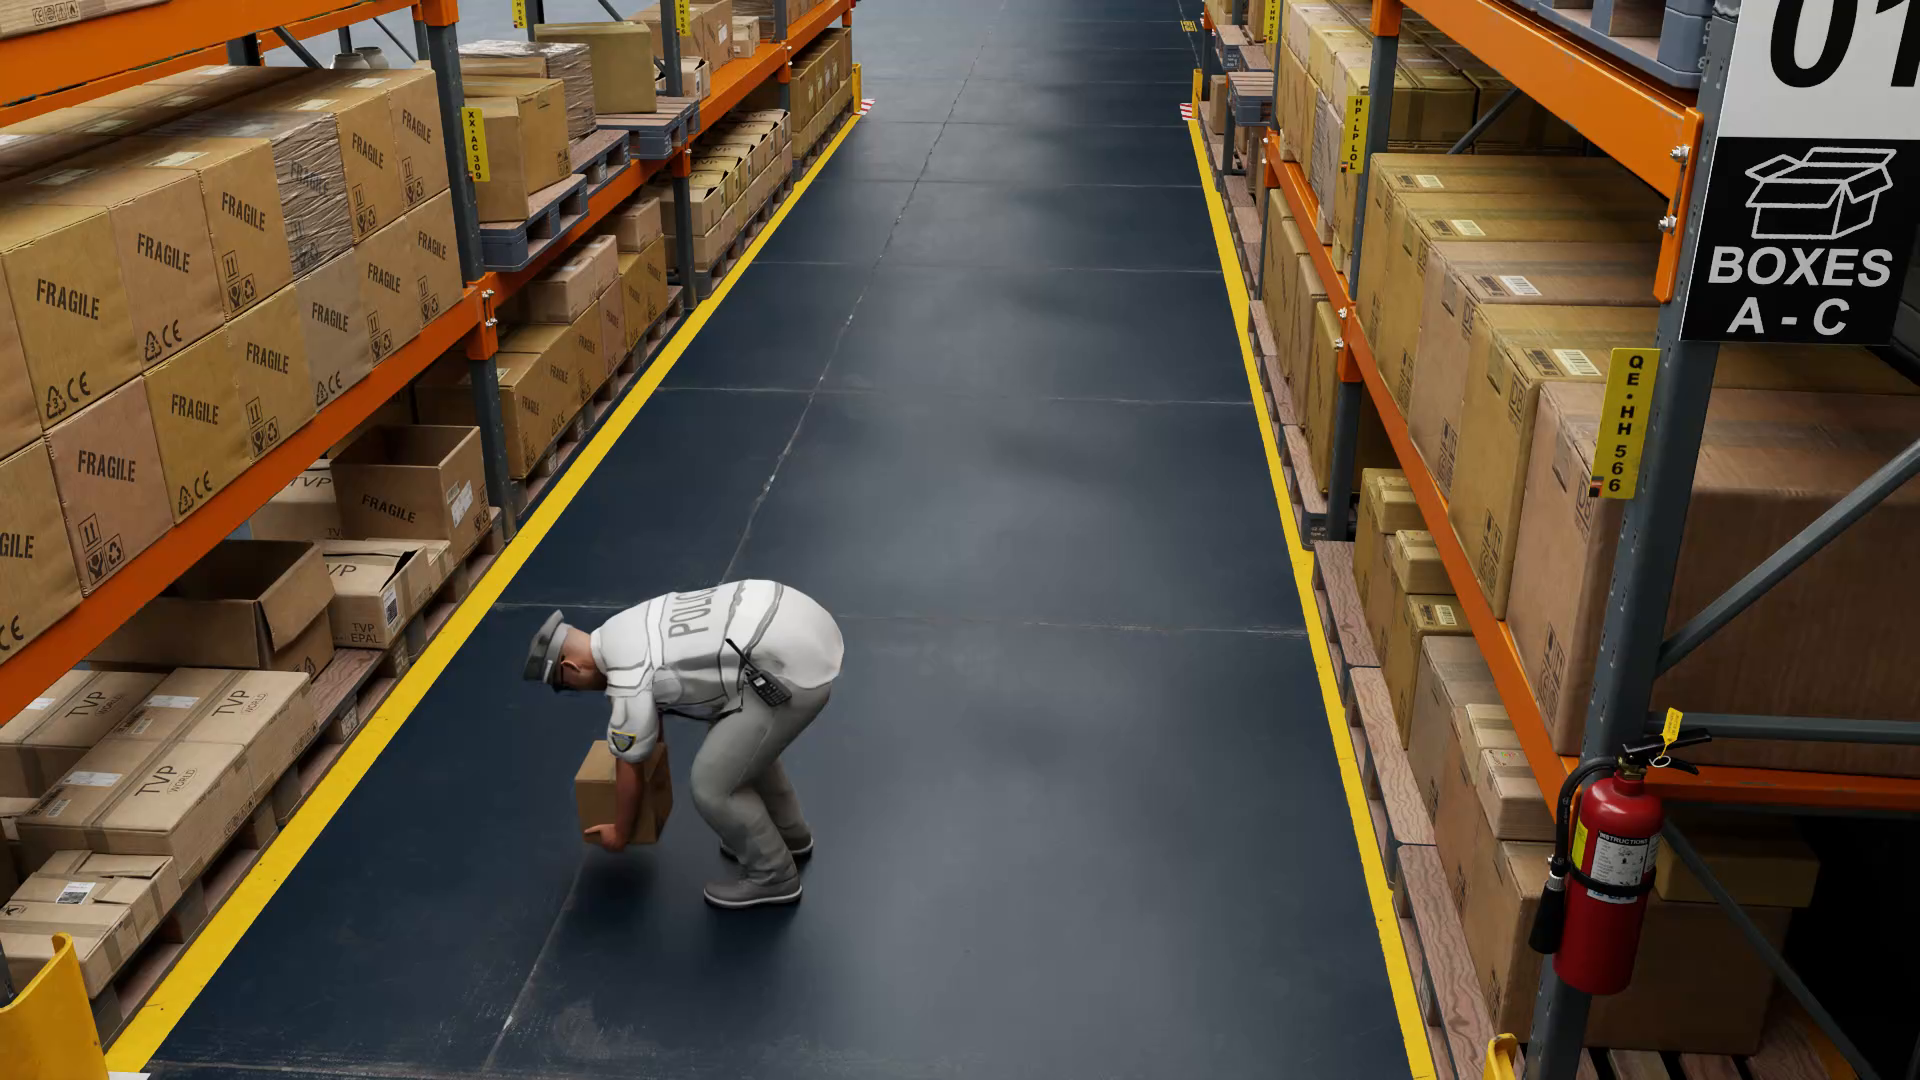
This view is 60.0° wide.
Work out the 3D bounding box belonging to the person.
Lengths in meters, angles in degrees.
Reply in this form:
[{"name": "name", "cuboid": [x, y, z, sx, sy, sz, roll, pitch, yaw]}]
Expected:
[{"name": "person", "cuboid": [-0.910, 0.653, 5.485, 1.015, 1.069, 0.515, 1, 24, 2]}]
